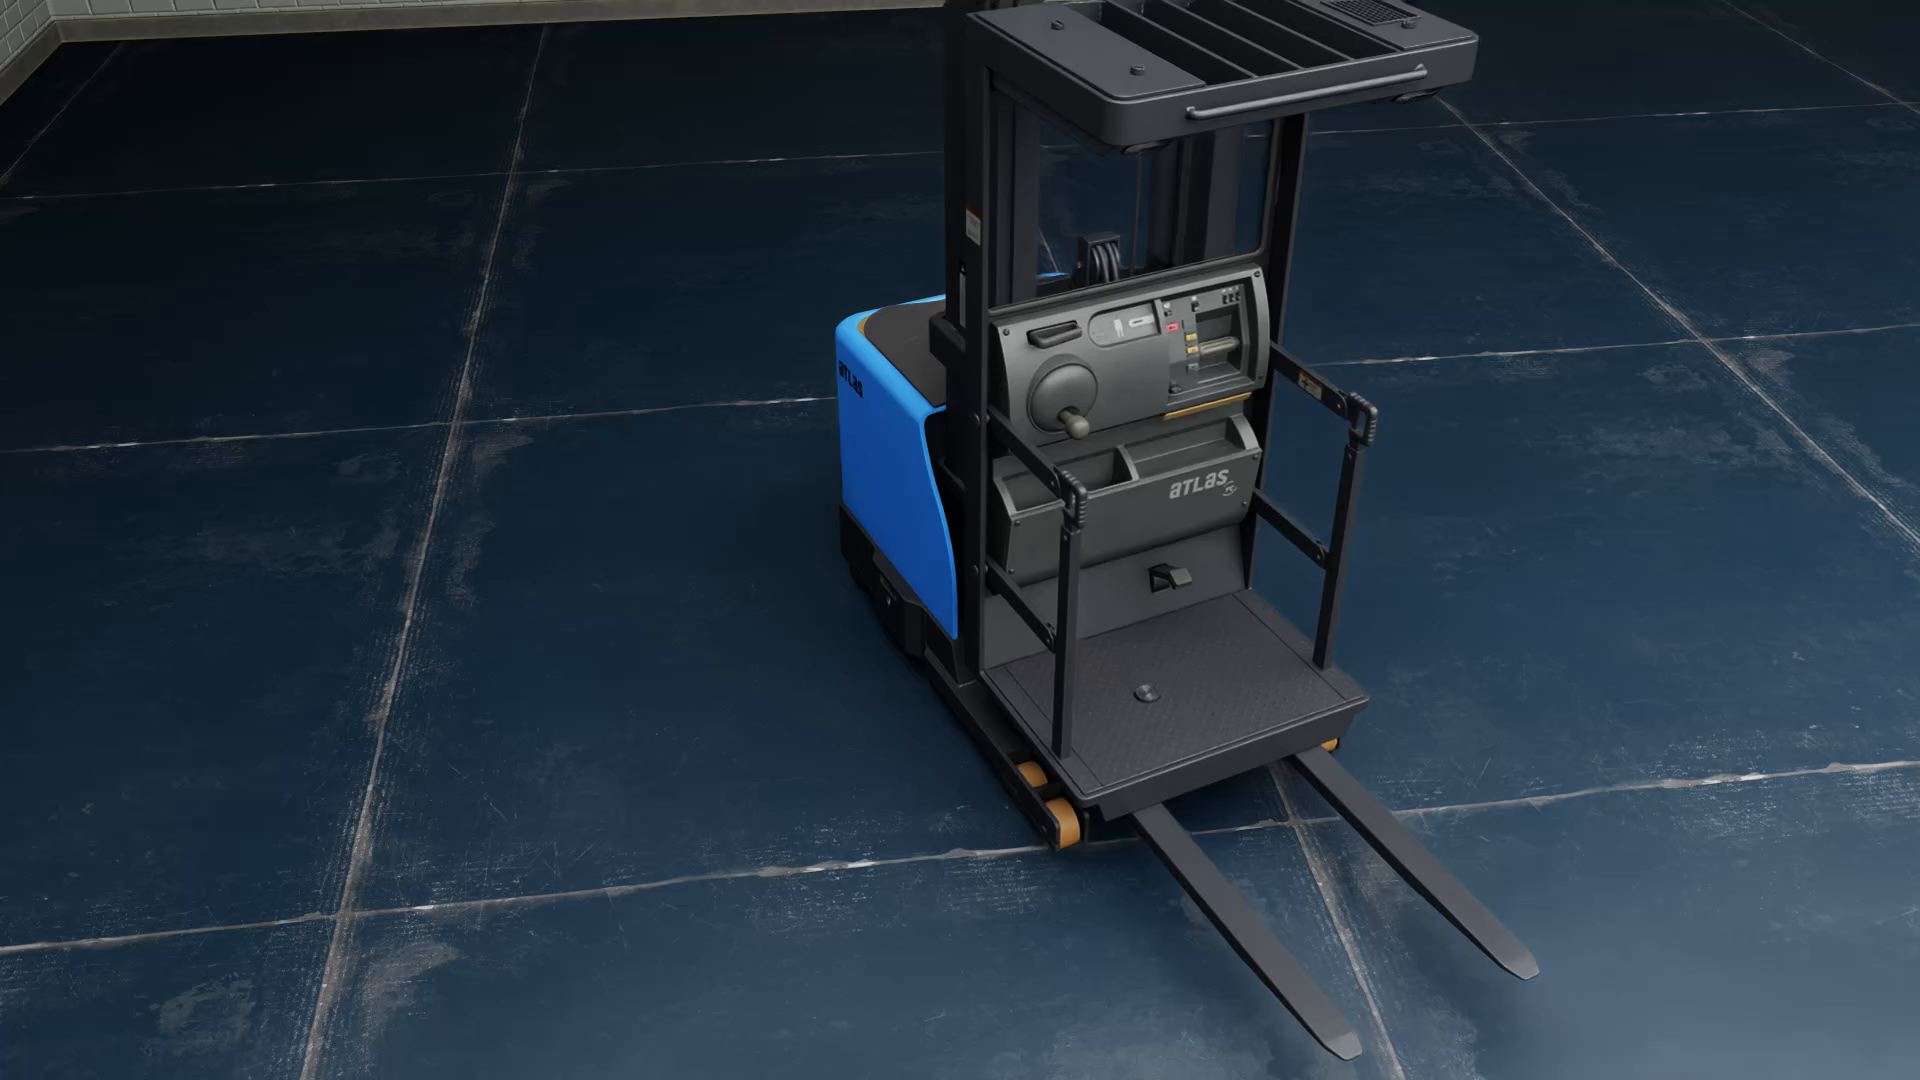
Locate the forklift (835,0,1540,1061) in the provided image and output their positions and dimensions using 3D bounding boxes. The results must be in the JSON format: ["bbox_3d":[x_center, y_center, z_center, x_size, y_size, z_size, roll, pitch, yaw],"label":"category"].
[{"bbox_3d":[0.636,-0.511,4.897,1.130,2.935,3.031,-16,37,-22],"label":"forklift"}]
